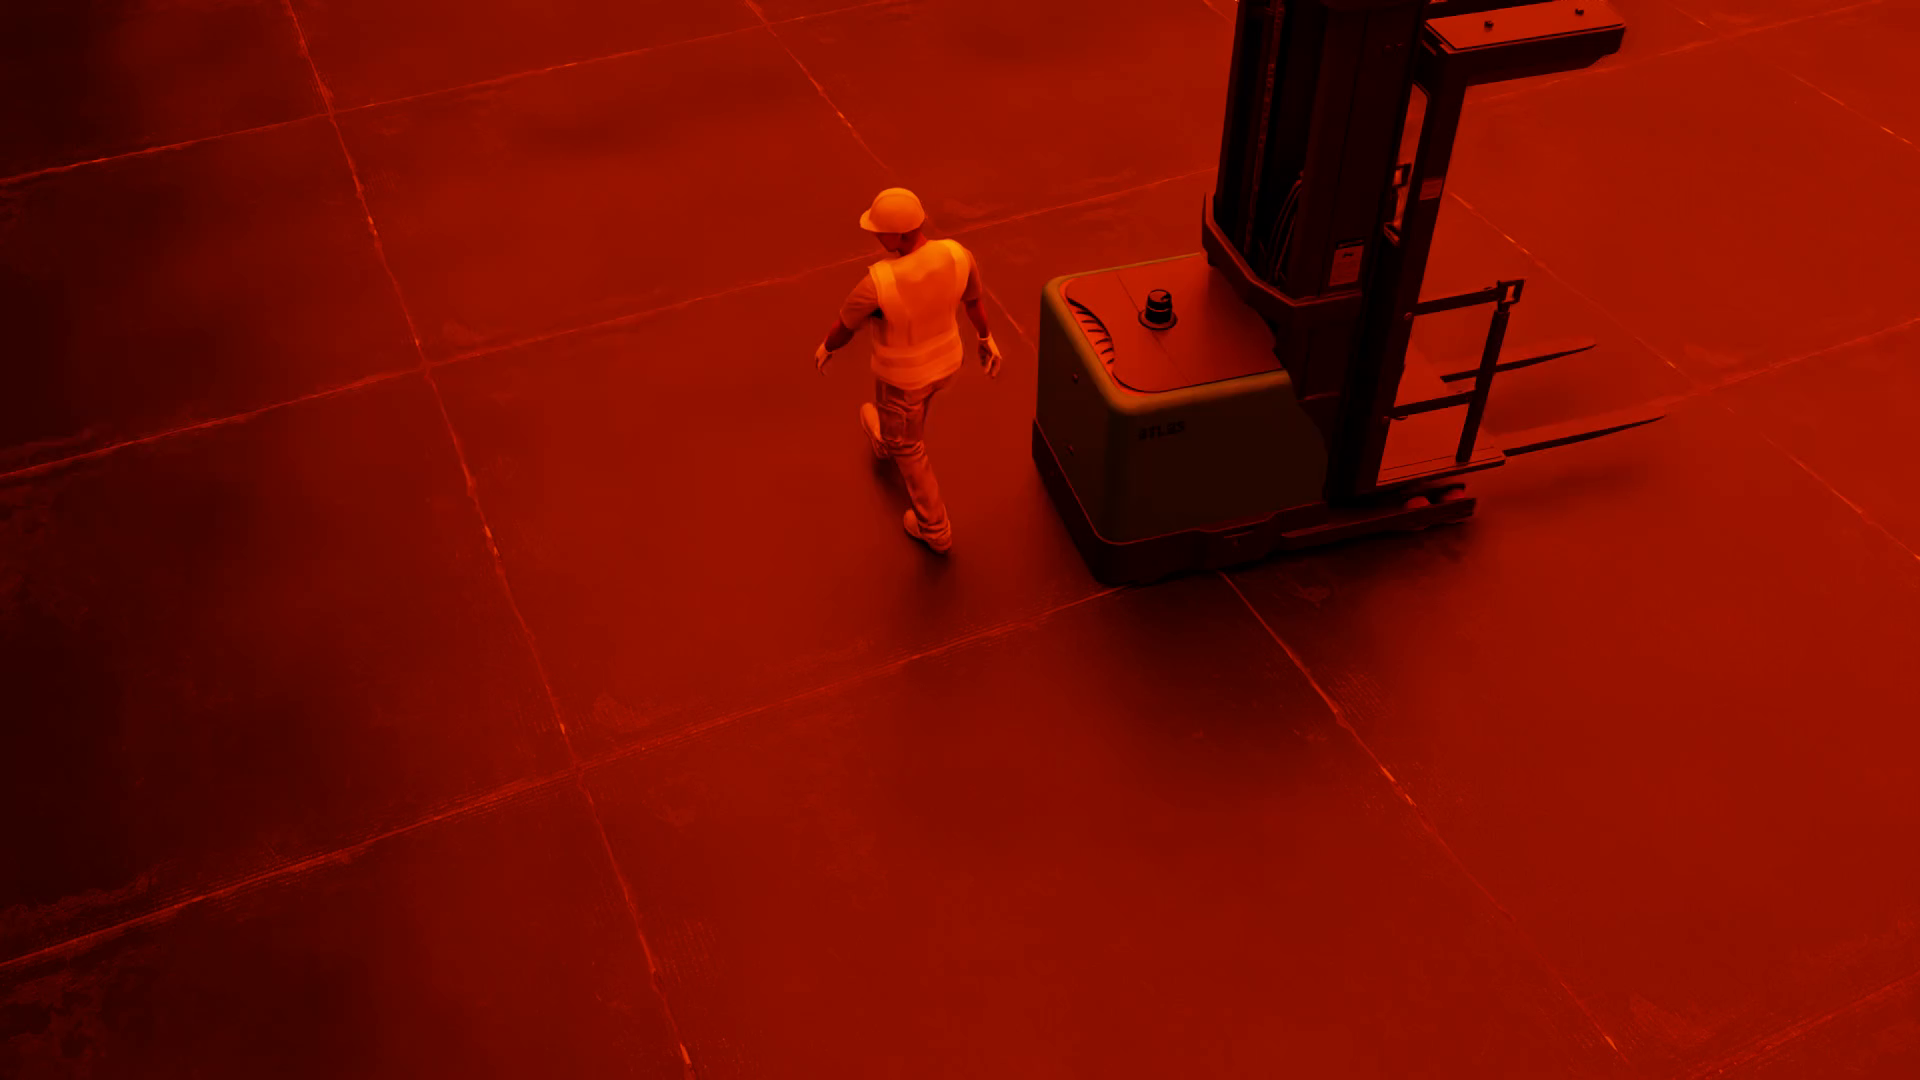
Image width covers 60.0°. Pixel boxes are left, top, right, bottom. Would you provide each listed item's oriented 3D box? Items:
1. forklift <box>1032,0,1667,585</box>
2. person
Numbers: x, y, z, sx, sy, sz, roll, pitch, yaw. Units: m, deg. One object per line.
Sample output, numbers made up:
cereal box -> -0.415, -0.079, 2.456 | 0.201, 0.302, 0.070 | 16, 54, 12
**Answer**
forklift -> 1.929, -1.447, 7.230 | 3.031, 2.935, 1.130 | -12, 44, -12
person -> -0.260, -0.879, 7.501 | 0.733, 1.728, 0.932 | -30, 51, -28
